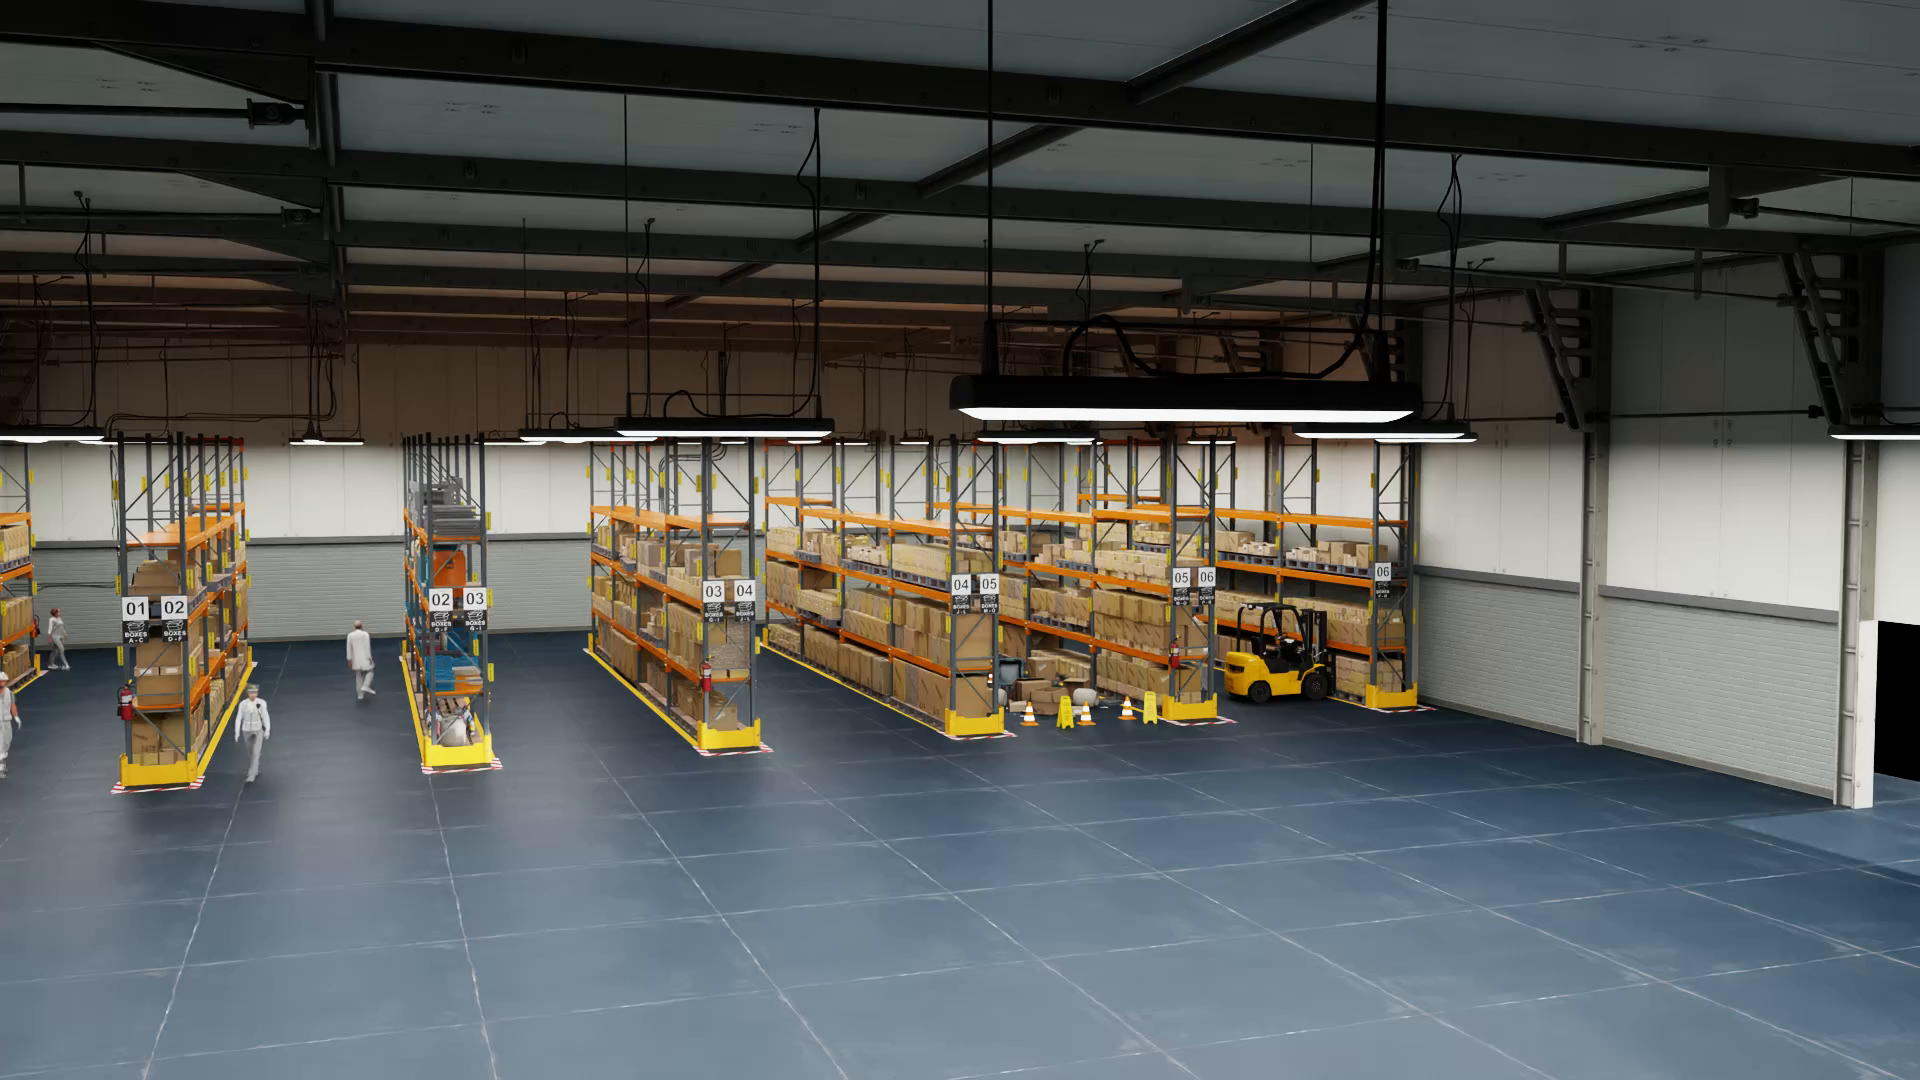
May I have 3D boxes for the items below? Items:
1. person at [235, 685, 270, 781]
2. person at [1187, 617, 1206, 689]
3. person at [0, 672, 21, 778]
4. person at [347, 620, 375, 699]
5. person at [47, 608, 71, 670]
[{"bbox_3d":[-12.189,3.300,28.615,0.509,1.639,0.865,0,3,-7],"label":"person"},{"bbox_3d":[5.676,2.689,39.593,0.657,1.691,0.818,-1,3,-24],"label":"person"},{"bbox_3d":[-16.762,3.234,29.108,0.586,1.836,0.565,2,4,30],"label":"person"},{"bbox_3d":[-13.671,2.728,37.949,0.611,1.770,0.572,-1,3,-10],"label":"person"},{"bbox_3d":[-23.259,2.550,42.956,0.691,1.609,0.438,0,3,-2],"label":"person"}]
